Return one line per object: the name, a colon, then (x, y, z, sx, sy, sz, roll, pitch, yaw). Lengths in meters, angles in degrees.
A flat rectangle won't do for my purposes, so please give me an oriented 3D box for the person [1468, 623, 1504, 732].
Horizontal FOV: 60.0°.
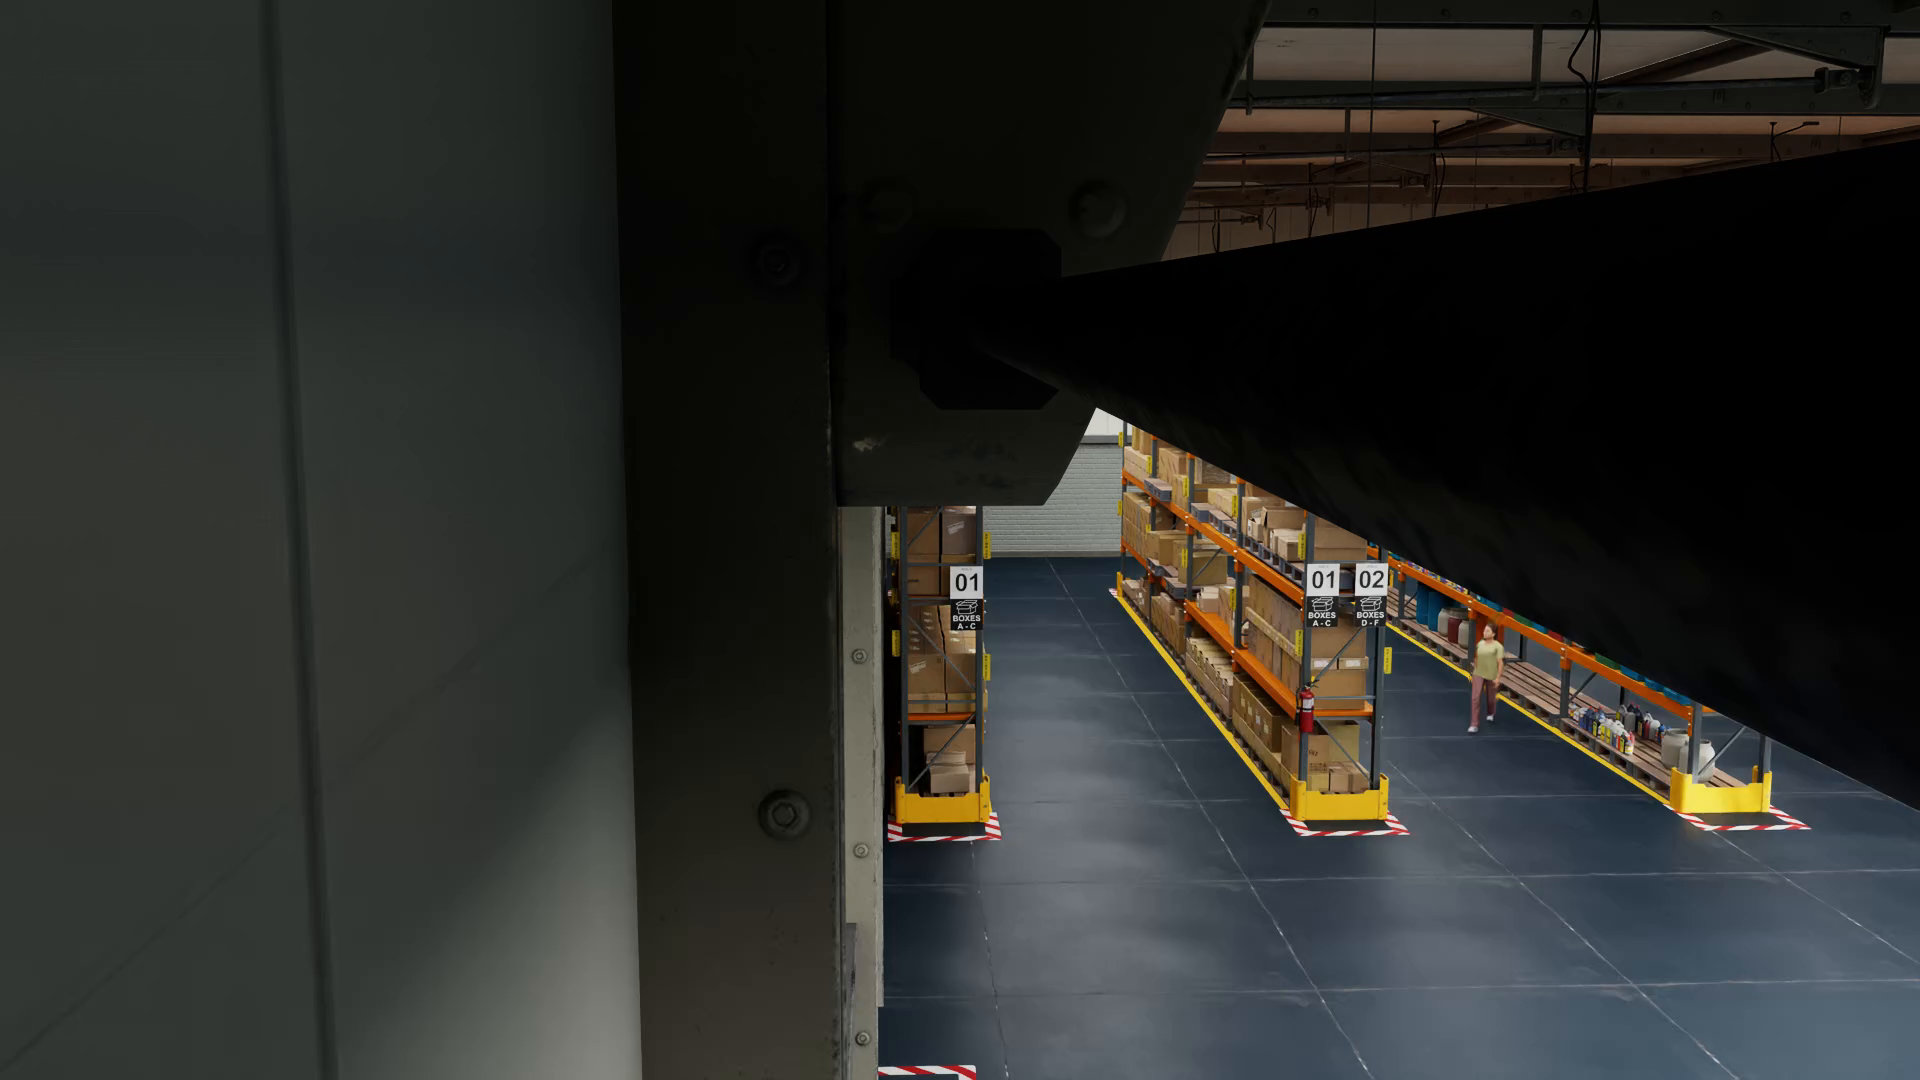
person: (7.884, 2.031, 24.880, 0.478, 1.616, 0.962, 3, 9, 22)
